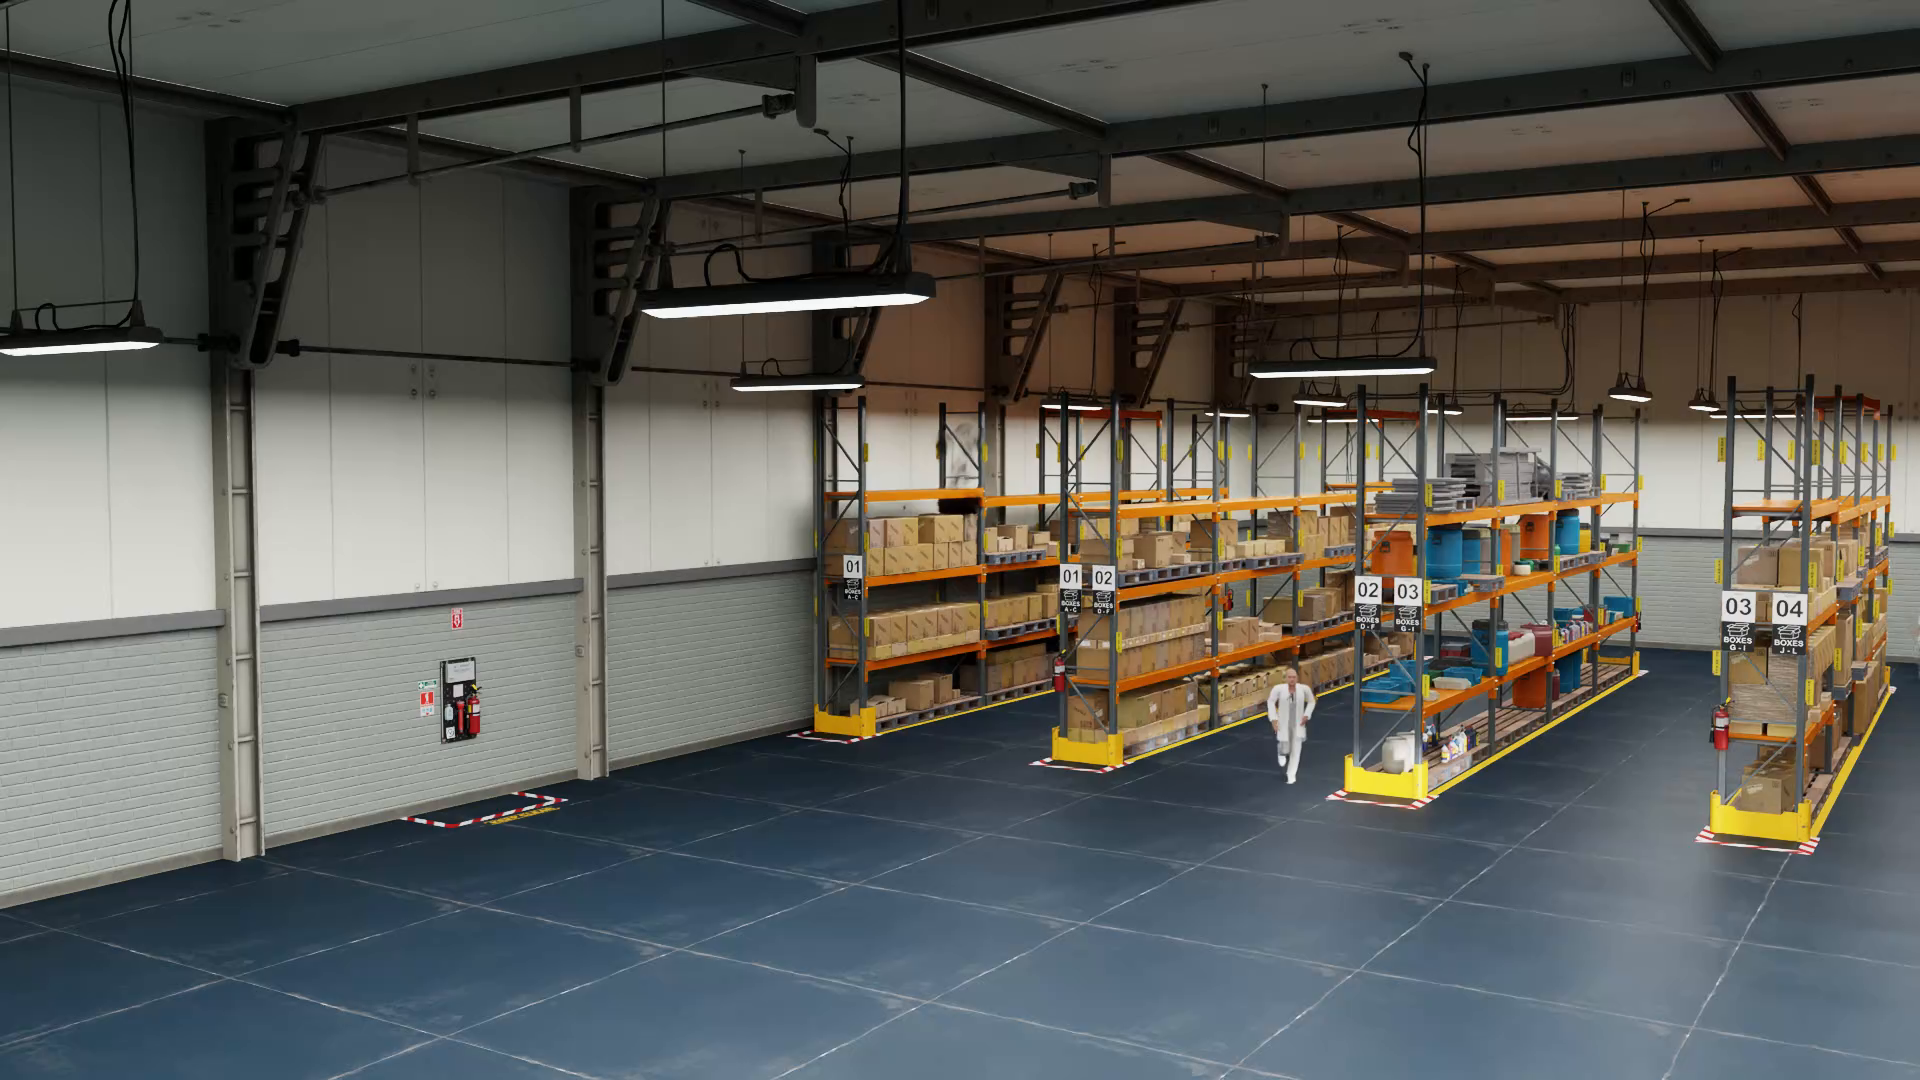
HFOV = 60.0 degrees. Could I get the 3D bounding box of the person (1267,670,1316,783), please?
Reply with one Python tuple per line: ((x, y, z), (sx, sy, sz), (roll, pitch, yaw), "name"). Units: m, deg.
((5.070, 2.810, 25.468), (0.722, 1.707, 0.777), (0, 3, 4), "person")
